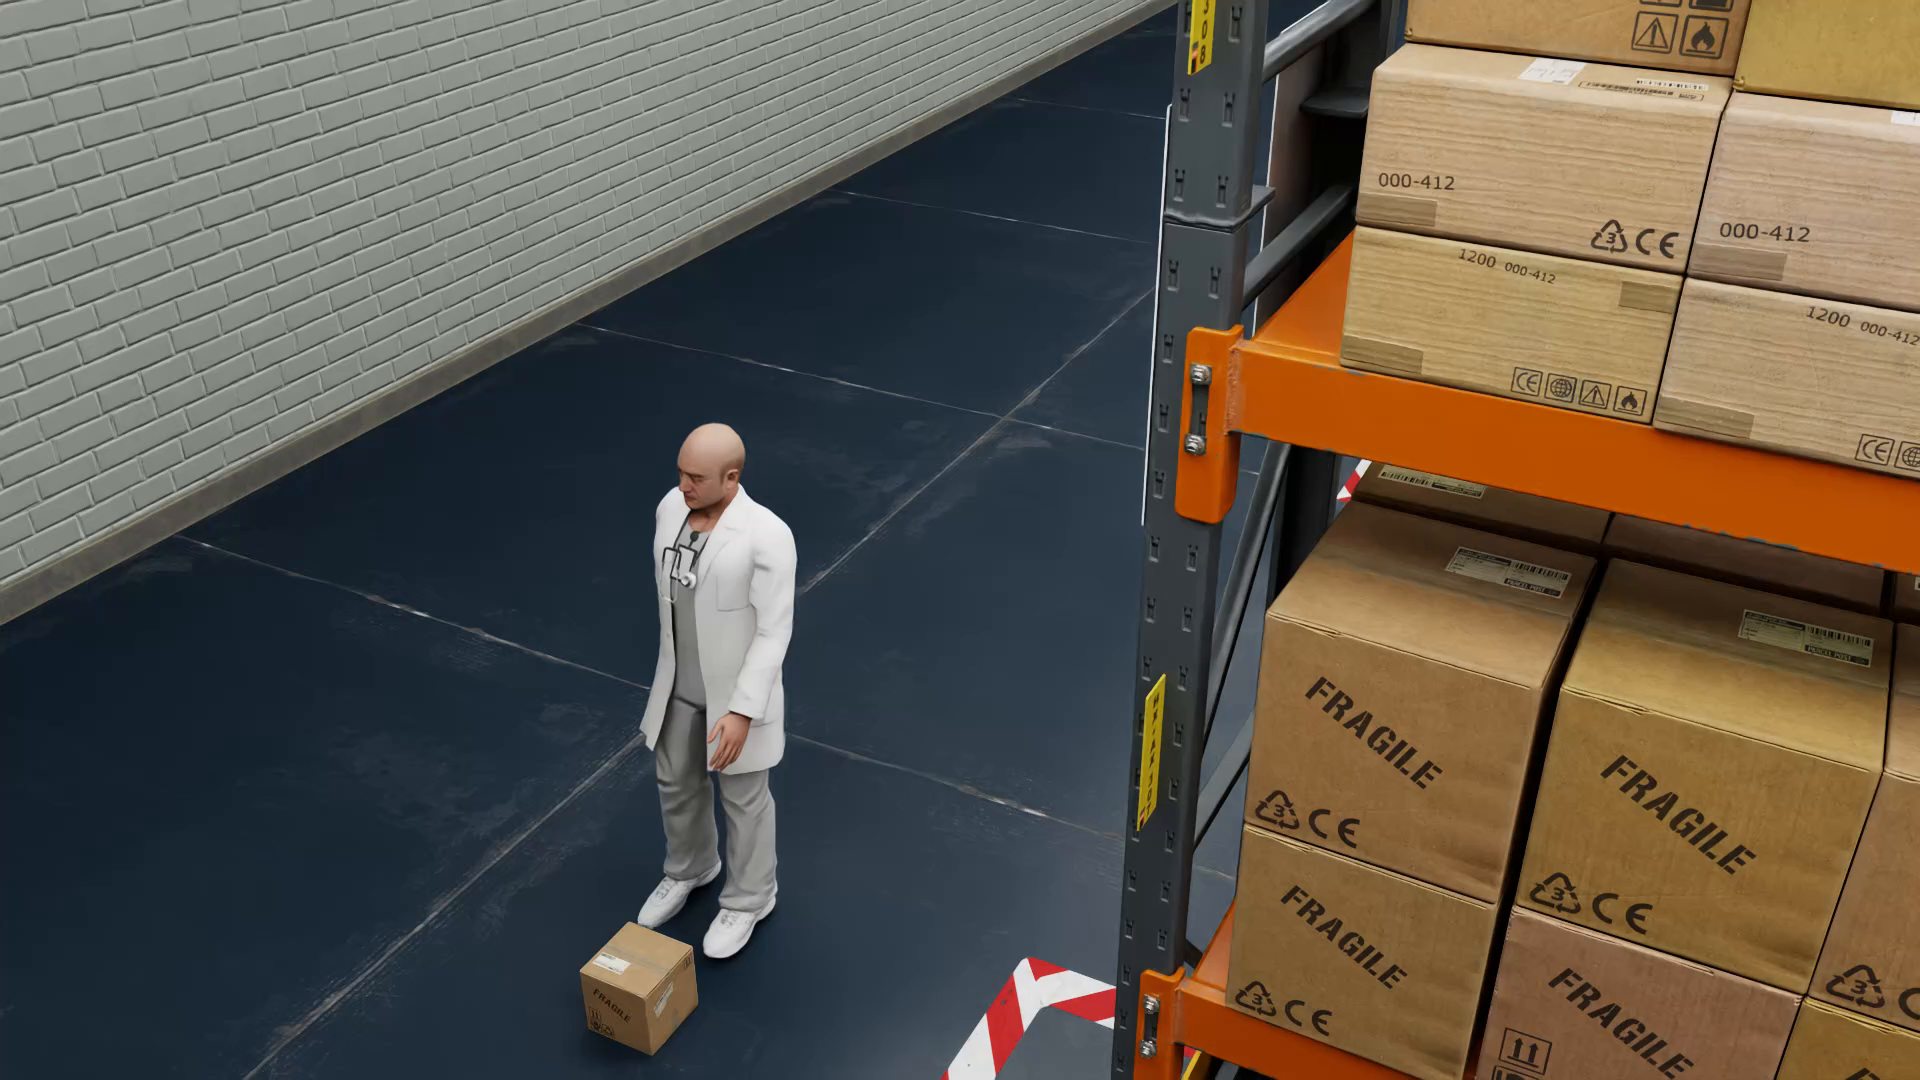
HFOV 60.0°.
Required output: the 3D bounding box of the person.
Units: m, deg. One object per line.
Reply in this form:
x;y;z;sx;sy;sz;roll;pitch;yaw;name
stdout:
-0.814;0.503;5.238;0.589;1.803;0.487;17;34;28;person
